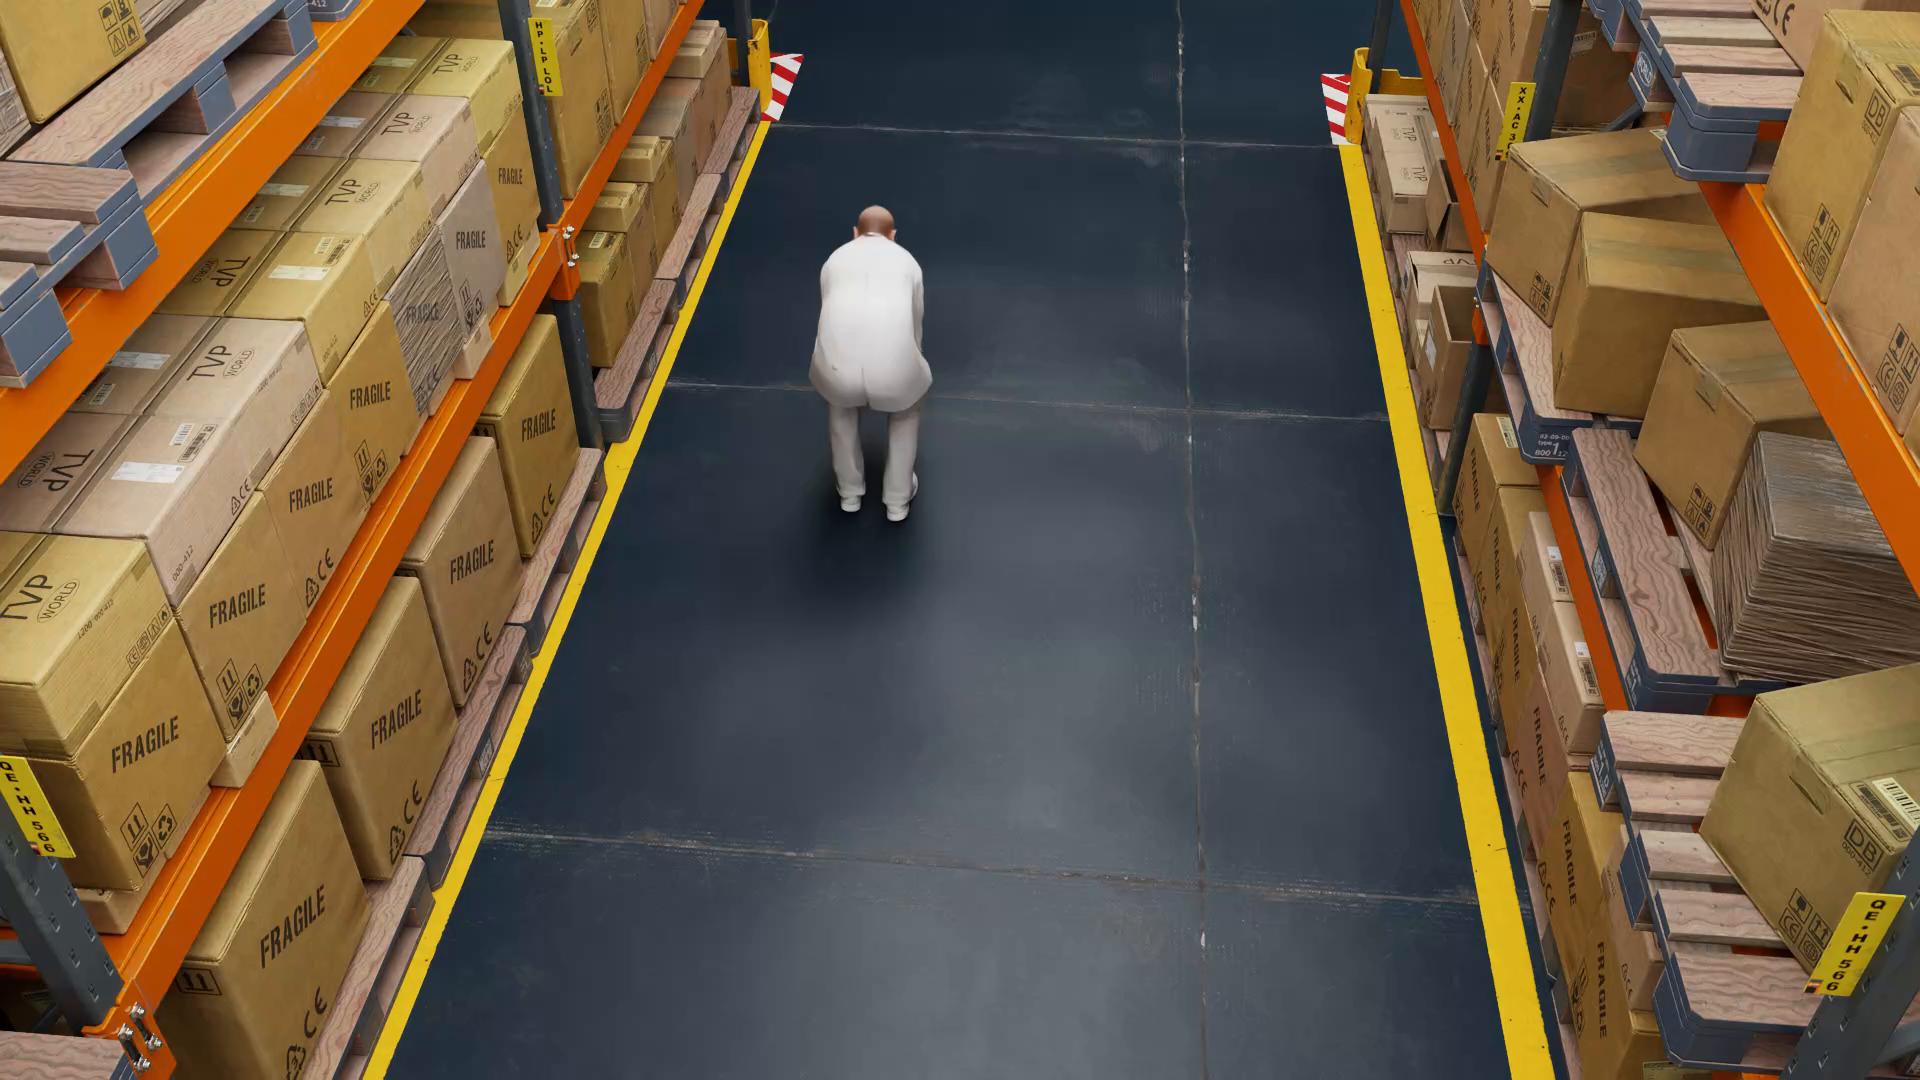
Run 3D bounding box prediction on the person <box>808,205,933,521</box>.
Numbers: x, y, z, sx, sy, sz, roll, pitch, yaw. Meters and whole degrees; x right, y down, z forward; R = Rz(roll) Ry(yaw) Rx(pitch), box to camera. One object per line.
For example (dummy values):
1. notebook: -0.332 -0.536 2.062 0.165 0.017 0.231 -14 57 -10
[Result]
1. person: -0.386 -0.795 7.584 0.555 1.204 0.939 2 40 2
